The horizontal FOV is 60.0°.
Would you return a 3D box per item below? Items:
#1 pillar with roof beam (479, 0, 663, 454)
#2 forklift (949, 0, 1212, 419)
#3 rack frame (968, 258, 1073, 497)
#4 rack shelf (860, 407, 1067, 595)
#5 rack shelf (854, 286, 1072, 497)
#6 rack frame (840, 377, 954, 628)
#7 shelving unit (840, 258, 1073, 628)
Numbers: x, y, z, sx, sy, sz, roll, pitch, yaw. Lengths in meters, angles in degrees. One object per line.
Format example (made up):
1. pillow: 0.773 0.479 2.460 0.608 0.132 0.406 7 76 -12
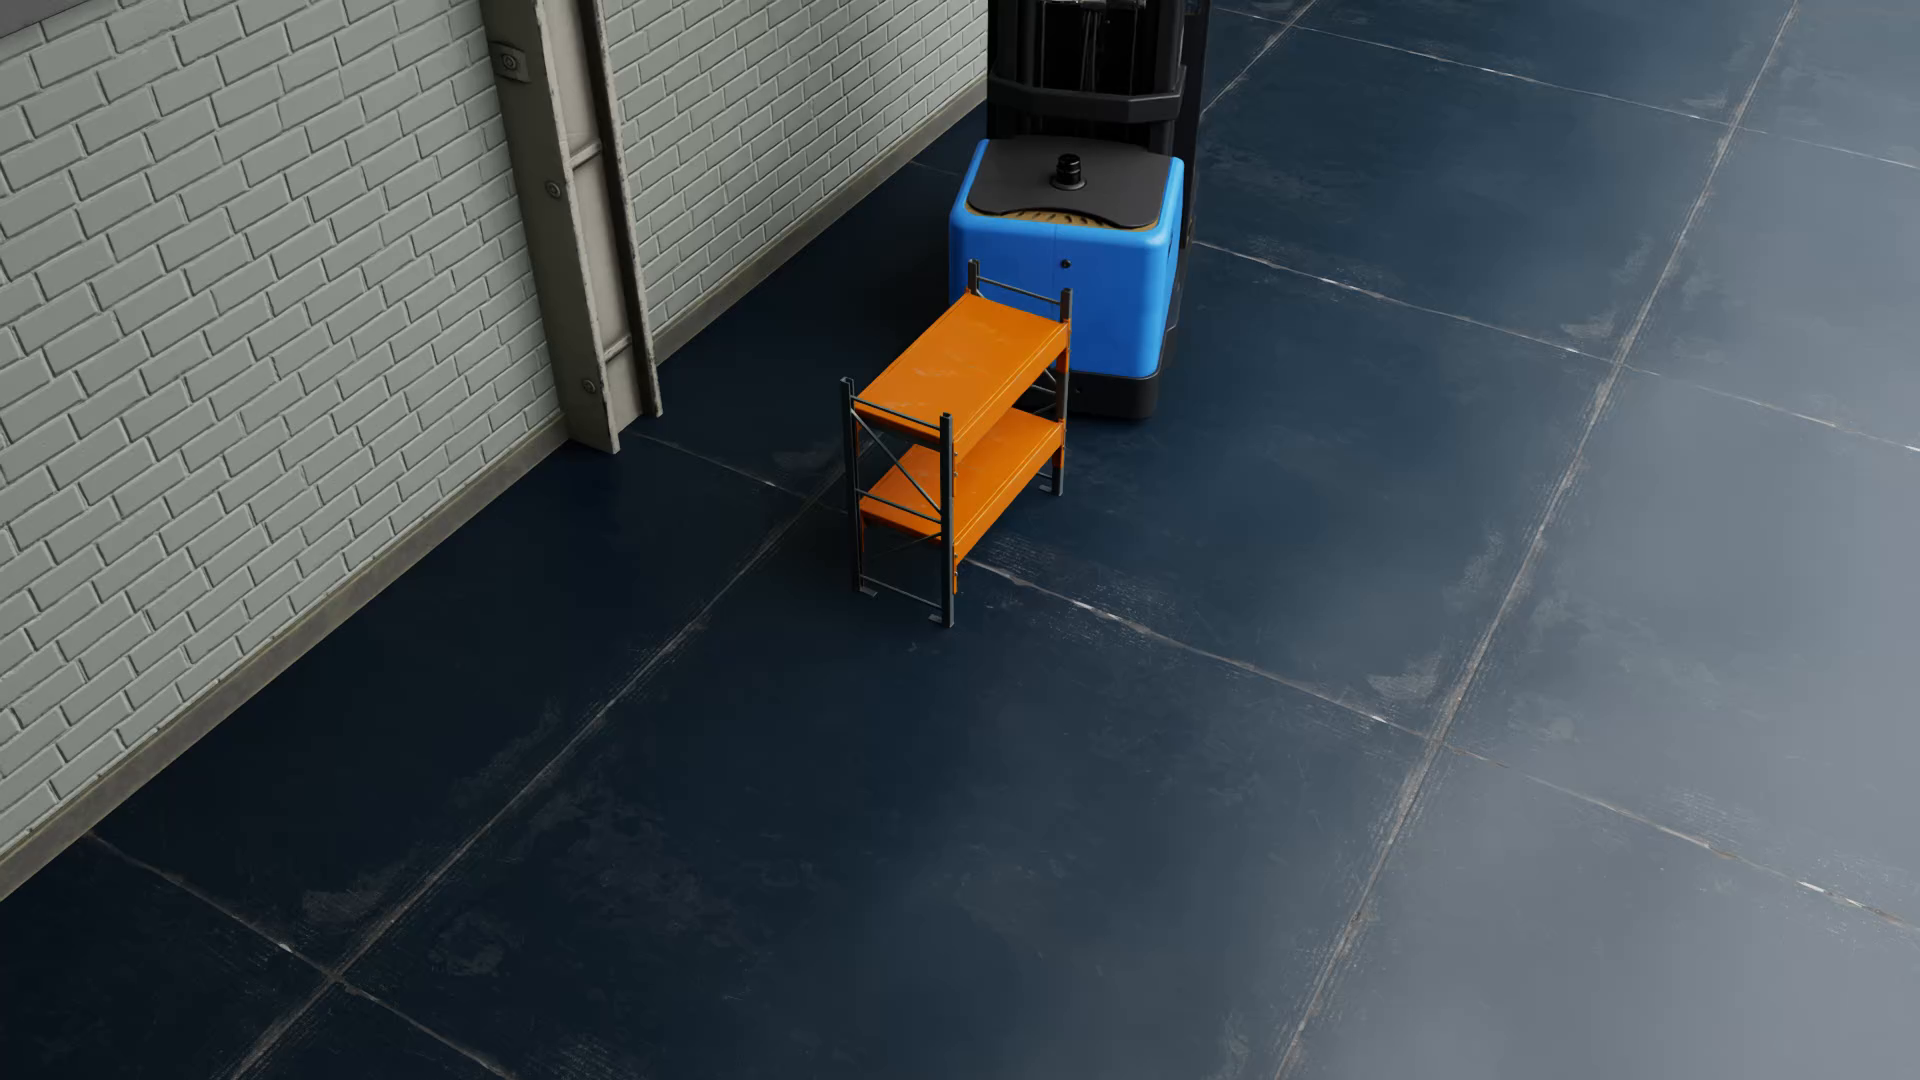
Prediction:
1. pillar with roof beam: 2.019 -2.529 3.629 9.100 9.000 0.400 21 45 22
2. forklift: 0.727 -2.673 8.383 1.130 2.935 3.031 8 42 8
3. rack frame: 0.258 -0.717 7.528 0.500 1.125 0.032 21 45 22
4. rack shelf: 0.003 -0.243 7.360 0.538 0.278 1.000 21 45 22
5. rack shelf: 0.003 -0.646 7.005 0.538 0.278 1.000 21 45 22
6. rack frame: -0.251 -0.135 6.868 0.500 1.125 0.032 21 45 22
7. shelving unit: 0.003 -0.426 7.198 0.538 1.125 1.048 21 45 22
